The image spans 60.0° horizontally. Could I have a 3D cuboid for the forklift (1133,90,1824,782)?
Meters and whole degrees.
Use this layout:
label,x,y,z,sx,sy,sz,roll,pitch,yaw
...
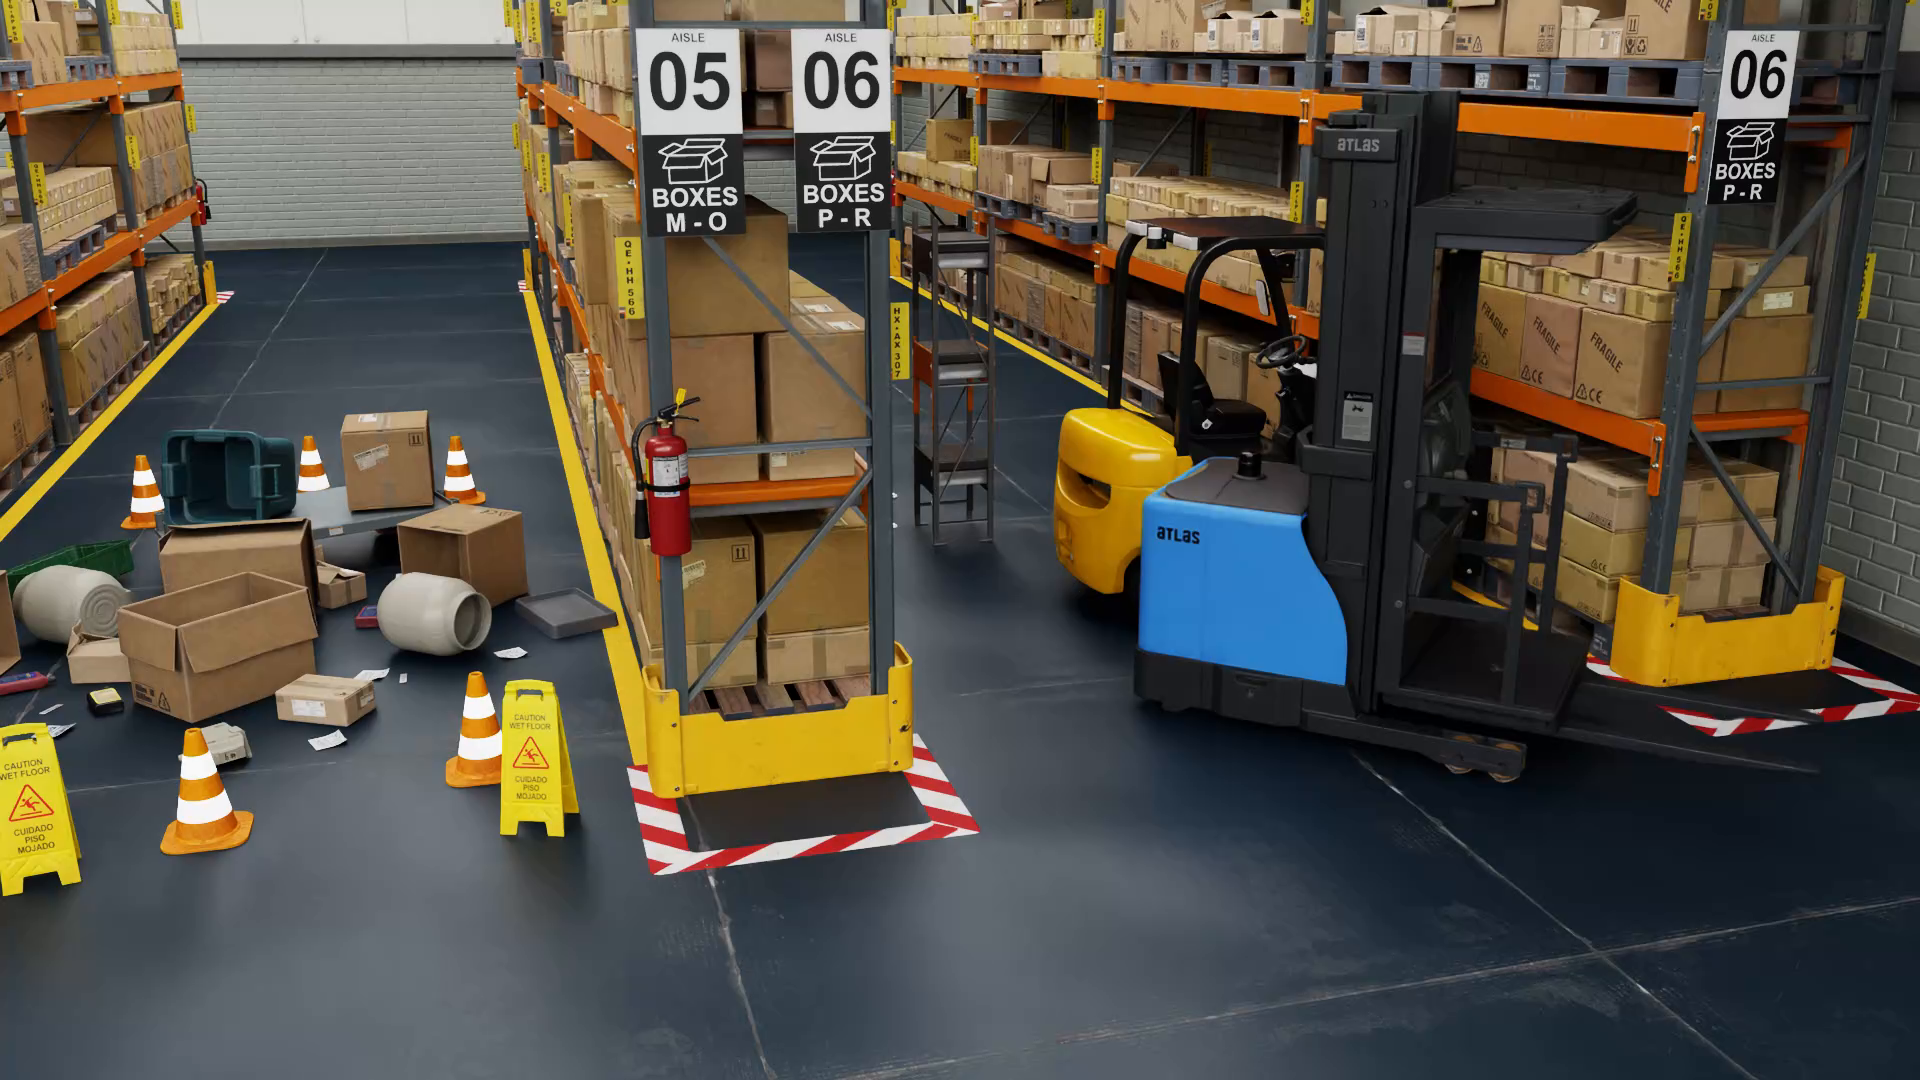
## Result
label,x,y,z,sx,sy,sz,roll,pitch,yaw
forklift,2.404,-0.506,7.541,3.031,2.935,1.130,8,19,26

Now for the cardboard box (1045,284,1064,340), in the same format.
label,x,y,z,sx,sy,sz,roll,pitch,yaw
cardboard box,1.191,-2.377,17.266,0.500,0.500,0.500,-4,17,-13

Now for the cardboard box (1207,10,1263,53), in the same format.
label,x,y,z,sx,sy,sz,roll,pitch,yaw
cardboard box,2.243,-3.919,12.822,0.500,0.311,0.500,-5,18,-17

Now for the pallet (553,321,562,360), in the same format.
label,x,y,z,sx,sy,sz,roll,pitch,yaw
pallet,-3.799,-2.159,17.774,1.003,0.211,1.213,-5,17,-15

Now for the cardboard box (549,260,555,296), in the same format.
label,x,y,z,sx,sy,sz,roll,pitch,yaw
cardboard box,-4.399,-3.106,19.802,0.875,0.438,0.875,-5,17,-17

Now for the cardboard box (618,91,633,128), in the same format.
label,x,y,z,sx,sy,sz,roll,pitch,yaw
cardboard box,-1.252,-1.842,7.093,0.380,0.149,0.250,-5,17,-15

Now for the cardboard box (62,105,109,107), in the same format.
label,x,y,z,sx,sy,sz,roll,pitch,yaw
cardboard box,-9.780,-4.629,18.718,0.500,0.500,0.500,-5,17,-16

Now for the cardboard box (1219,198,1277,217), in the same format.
label,x,y,z,sx,sy,sz,roll,pitch,yaw
cardboard box,2.263,-2.600,13.092,0.380,0.149,0.250,-5,17,-17

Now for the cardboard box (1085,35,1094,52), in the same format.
label,x,y,z,sx,sy,sz,roll,pitch,yaw
cardboard box,1.406,-4.697,15.729,0.380,0.149,0.250,-5,17,-17

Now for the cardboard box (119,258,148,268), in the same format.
label,x,y,z,sx,sy,sz,roll,pitch,yaw
cardboard box,-9.905,-3.272,19.821,0.380,0.149,0.250,-4,17,-14

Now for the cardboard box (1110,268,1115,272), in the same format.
label,x,y,z,sx,sy,sz,roll,pitch,yaw
cardboard box,1.648,-2.762,17.420,0.380,0.149,0.250,-5,17,-16

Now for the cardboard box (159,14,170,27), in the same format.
label,x,y,z,sx,sy,sz,roll,pitch,yaw
cardboard box,-9.540,-6.116,19.583,0.380,0.149,0.250,-5,17,-16

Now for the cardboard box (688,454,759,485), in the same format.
label,x,y,z,sx,sy,sz,roll,pitch,yaw
cardboard box,-1.094,-0.349,7.337,0.380,0.149,0.250,-4,17,-13

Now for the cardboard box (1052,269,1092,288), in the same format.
label,x,y,z,sx,sy,sz,roll,pitch,yaw
cardboard box,1.176,-2.715,17.265,0.380,0.149,0.250,-5,17,-16

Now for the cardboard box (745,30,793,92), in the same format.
label,x,y,z,sx,sy,sz,roll,pitch,yaw
cardboard box,-0.667,-2.050,7.093,0.500,0.250,0.500,-5,17,-16

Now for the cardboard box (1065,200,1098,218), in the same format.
label,x,y,z,sx,sy,sz,roll,pitch,yaw
cardboard box,1.238,-3.221,16.169,0.380,0.149,0.250,-4,17,-14

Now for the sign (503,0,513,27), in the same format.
label,x,y,z,sx,sy,sz,roll,pitch,yaw
sign,-5.718,-6.660,21.037,0.100,0.325,0.005,-5,17,-15

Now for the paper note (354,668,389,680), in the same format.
label,x,y,z,sx,sy,sz,roll,pitch,yaw
paper note,-3.048,0.694,8.610,0.148,0.019,0.142,1,17,4

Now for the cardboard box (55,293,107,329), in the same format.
label,x,y,z,sx,sy,sz,roll,pitch,yaw
cardboard box,-7.935,-2.028,14.800,0.500,0.250,0.500,-5,17,-15

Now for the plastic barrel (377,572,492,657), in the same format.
label,x,y,z,sx,sy,sz,roll,pitch,yaw
plastic barrel,-2.809,0.399,8.887,0.512,0.421,0.421,7,18,23

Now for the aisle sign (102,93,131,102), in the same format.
label,x,y,z,sx,sy,sz,roll,pitch,yaw
aisle sign,-10.222,-5.631,19.965,0.394,0.787,0.004,-5,17,-15

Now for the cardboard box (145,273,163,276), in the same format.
label,x,y,z,sx,sy,sz,roll,pitch,yaw
cardboard box,-9.085,-2.878,18.511,0.380,0.149,0.250,-5,18,-18

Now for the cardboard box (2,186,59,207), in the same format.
label,x,y,z,sx,sy,sz,roll,pitch,yaw
cardboard box,-7.868,-2.901,14.068,0.380,0.149,0.250,-5,18,-18

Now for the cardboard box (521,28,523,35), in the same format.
label,x,y,z,sx,sy,sz,roll,pitch,yaw
cardboard box,-4.282,-5.110,17.038,0.396,0.266,0.258,-5,17,-16

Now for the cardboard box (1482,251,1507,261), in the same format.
label,x,y,z,sx,sy,sz,roll,pitch,yaw
cardboard box,3.238,-1.705,9.596,0.380,0.149,0.250,-4,17,-14

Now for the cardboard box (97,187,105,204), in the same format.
label,x,y,z,sx,sy,sz,roll,pitch,yaw
cardboard box,-8.377,-3.270,15.814,0.380,0.149,0.250,-4,17,-13

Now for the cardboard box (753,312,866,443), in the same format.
label,x,y,z,sx,sy,sz,roll,pitch,yaw
cardboard box,-0.649,-0.726,7.465,0.500,0.500,0.500,-5,17,-16

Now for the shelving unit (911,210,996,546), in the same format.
label,x,y,z,sx,sy,sz,roll,pitch,yaw
shelving unit,-0.045,-1.051,10.802,0.431,2.100,0.503,-5,17,-15

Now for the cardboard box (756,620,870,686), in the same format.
label,x,y,z,sx,sy,sz,roll,pitch,yaw
cardboard box,-0.741,0.488,8.164,0.500,0.250,0.500,-5,17,-16

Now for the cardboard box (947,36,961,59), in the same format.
label,x,y,z,sx,sy,sz,roll,pitch,yaw
cardboard box,0.162,-5.860,19.774,0.500,0.250,0.500,-5,18,-17

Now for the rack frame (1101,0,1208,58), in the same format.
label,x,y,z,sx,sy,sz,roll,pitch,yaw
rack frame,1.788,-5.862,14.827,1.000,3.000,0.127,-5,17,-15

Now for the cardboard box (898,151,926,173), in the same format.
label,x,y,z,sx,sy,sz,roll,pitch,yaw
cardboard box,-0.545,-5.126,22.546,0.500,0.250,0.500,-5,17,-15

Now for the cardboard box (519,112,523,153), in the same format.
label,x,y,z,sx,sy,sz,roll,pitch,yaw
cardboard box,-5.176,-5.038,20.597,0.500,0.500,0.500,-5,17,-17

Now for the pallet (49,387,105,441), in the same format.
label,x,y,z,sx,sy,sz,roll,pitch,yaw
pallet,-7.929,-1.057,14.105,1.003,0.211,1.213,-5,17,-15

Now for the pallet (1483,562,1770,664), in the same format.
label,x,y,z,sx,sy,sz,roll,pitch,yaw
pallet,3.736,0.351,9.417,1.003,0.211,1.213,-5,17,-15

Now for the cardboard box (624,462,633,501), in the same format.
label,x,y,z,sx,sy,sz,roll,pitch,yaw
cardboard box,-1.488,-0.304,8.369,0.380,0.149,0.250,-4,17,-14

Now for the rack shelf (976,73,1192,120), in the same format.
label,x,y,z,sx,sy,sz,roll,pitch,yaw
rack shelf,1.238,-4.635,17.203,1.077,0.370,4.000,-5,17,-15

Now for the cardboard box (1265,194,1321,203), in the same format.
label,x,y,z,sx,sy,sz,roll,pitch,yaw
cardboard box,2.697,-2.712,13.467,0.380,0.149,0.250,-5,17,-16

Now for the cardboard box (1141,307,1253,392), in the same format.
label,x,y,z,sx,sy,sz,roll,pitch,yaw
cardboard box,2.133,-1.699,14.793,0.875,0.625,0.625,-4,17,-13

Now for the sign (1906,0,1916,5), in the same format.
label,x,y,z,sx,sy,sz,roll,pitch,yaw
sign,4.522,-2.712,7.895,0.100,0.325,0.005,-5,17,-15

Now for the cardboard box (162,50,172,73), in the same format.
label,x,y,z,sx,sy,sz,roll,pitch,yaw
cardboard box,-9.387,-5.509,19.123,0.500,0.250,0.500,-5,17,-15

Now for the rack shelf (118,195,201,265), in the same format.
label,x,y,z,sx,sy,sz,roll,pitch,yaw
rack shelf,-9.364,-3.492,18.612,1.077,0.370,4.000,-5,17,-15

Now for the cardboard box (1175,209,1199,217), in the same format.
label,x,y,z,sx,sy,sz,roll,pitch,yaw
cardboard box,2.102,-2.591,13.754,0.500,0.250,0.500,-4,17,-14

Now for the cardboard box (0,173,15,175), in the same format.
label,x,y,z,sx,sy,sz,roll,pitch,yaw
cardboard box,-8.998,-3.356,15.582,0.380,0.149,0.250,-5,17,-15

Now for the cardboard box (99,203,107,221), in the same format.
label,x,y,z,sx,sy,sz,roll,pitch,yaw
cardboard box,-8.377,-3.129,15.860,0.380,0.149,0.250,-5,17,-15

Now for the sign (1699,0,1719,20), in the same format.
label,x,y,z,sx,sy,sz,roll,pitch,yaw
sign,3.461,-2.560,7.645,0.100,0.325,0.005,-5,17,-15

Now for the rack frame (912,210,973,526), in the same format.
label,x,y,z,sx,sy,sz,roll,pitch,yaw
rack frame,-0.113,-1.119,11.027,0.400,2.100,0.015,-5,17,-15

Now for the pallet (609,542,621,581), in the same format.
label,x,y,z,sx,sy,sz,roll,pitch,yaw
pallet,-1.666,0.029,10.488,1.003,0.211,1.213,-5,17,-15

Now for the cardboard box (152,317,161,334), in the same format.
label,x,y,z,sx,sy,sz,roll,pitch,yaw
cardboard box,-8.606,-2.245,17.437,0.380,0.149,0.250,-5,18,-18

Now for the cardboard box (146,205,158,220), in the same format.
label,x,y,z,sx,sy,sz,roll,pitch,yaw
cardboard box,-8.920,-3.553,18.002,0.380,0.149,0.250,-4,17,-14

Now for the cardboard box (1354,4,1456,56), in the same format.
label,x,y,z,sx,sy,sz,roll,pitch,yaw
cardboard box,2.881,-3.276,10.682,0.500,0.311,0.500,-4,17,-14

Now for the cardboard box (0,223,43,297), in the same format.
label,x,y,z,sx,sy,sz,roll,pitch,yaw
cardboard box,-7.333,-2.121,12.625,0.500,0.500,0.500,-5,17,-15

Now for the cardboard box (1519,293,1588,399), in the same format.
label,x,y,z,sx,sy,sz,roll,pitch,yaw
cardboard box,3.465,-1.084,9.173,0.500,0.500,0.500,-4,17,-14

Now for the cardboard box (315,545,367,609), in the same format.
label,x,y,z,sx,sy,sz,roll,pitch,yaw
cardboard box,-3.724,0.215,9.775,0.396,0.266,0.258,11,20,32

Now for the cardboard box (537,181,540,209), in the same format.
label,x,y,z,sx,sy,sz,roll,pitch,yaw
cardboard box,-3.950,-3.442,16.589,0.500,0.250,0.500,-4,17,-15

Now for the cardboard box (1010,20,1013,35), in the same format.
label,x,y,z,sx,sy,sz,roll,pitch,yaw
cardboard box,0.742,-5.409,17.548,0.380,0.149,0.250,-4,17,-14

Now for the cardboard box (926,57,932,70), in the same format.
label,x,y,z,sx,sy,sz,roll,pitch,yaw
cardboard box,-0.219,-5.980,20.869,0.380,0.149,0.250,-5,17,-15

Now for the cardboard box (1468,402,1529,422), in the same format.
label,x,y,z,sx,sy,sz,roll,pitch,yaw
cardboard box,3.134,-0.663,10.255,0.500,0.250,0.500,-5,17,-16

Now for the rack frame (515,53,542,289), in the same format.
label,x,y,z,sx,sy,sz,roll,pitch,yaw
rack frame,-5.182,-4.809,21.746,1.000,3.000,0.127,-5,17,-15
